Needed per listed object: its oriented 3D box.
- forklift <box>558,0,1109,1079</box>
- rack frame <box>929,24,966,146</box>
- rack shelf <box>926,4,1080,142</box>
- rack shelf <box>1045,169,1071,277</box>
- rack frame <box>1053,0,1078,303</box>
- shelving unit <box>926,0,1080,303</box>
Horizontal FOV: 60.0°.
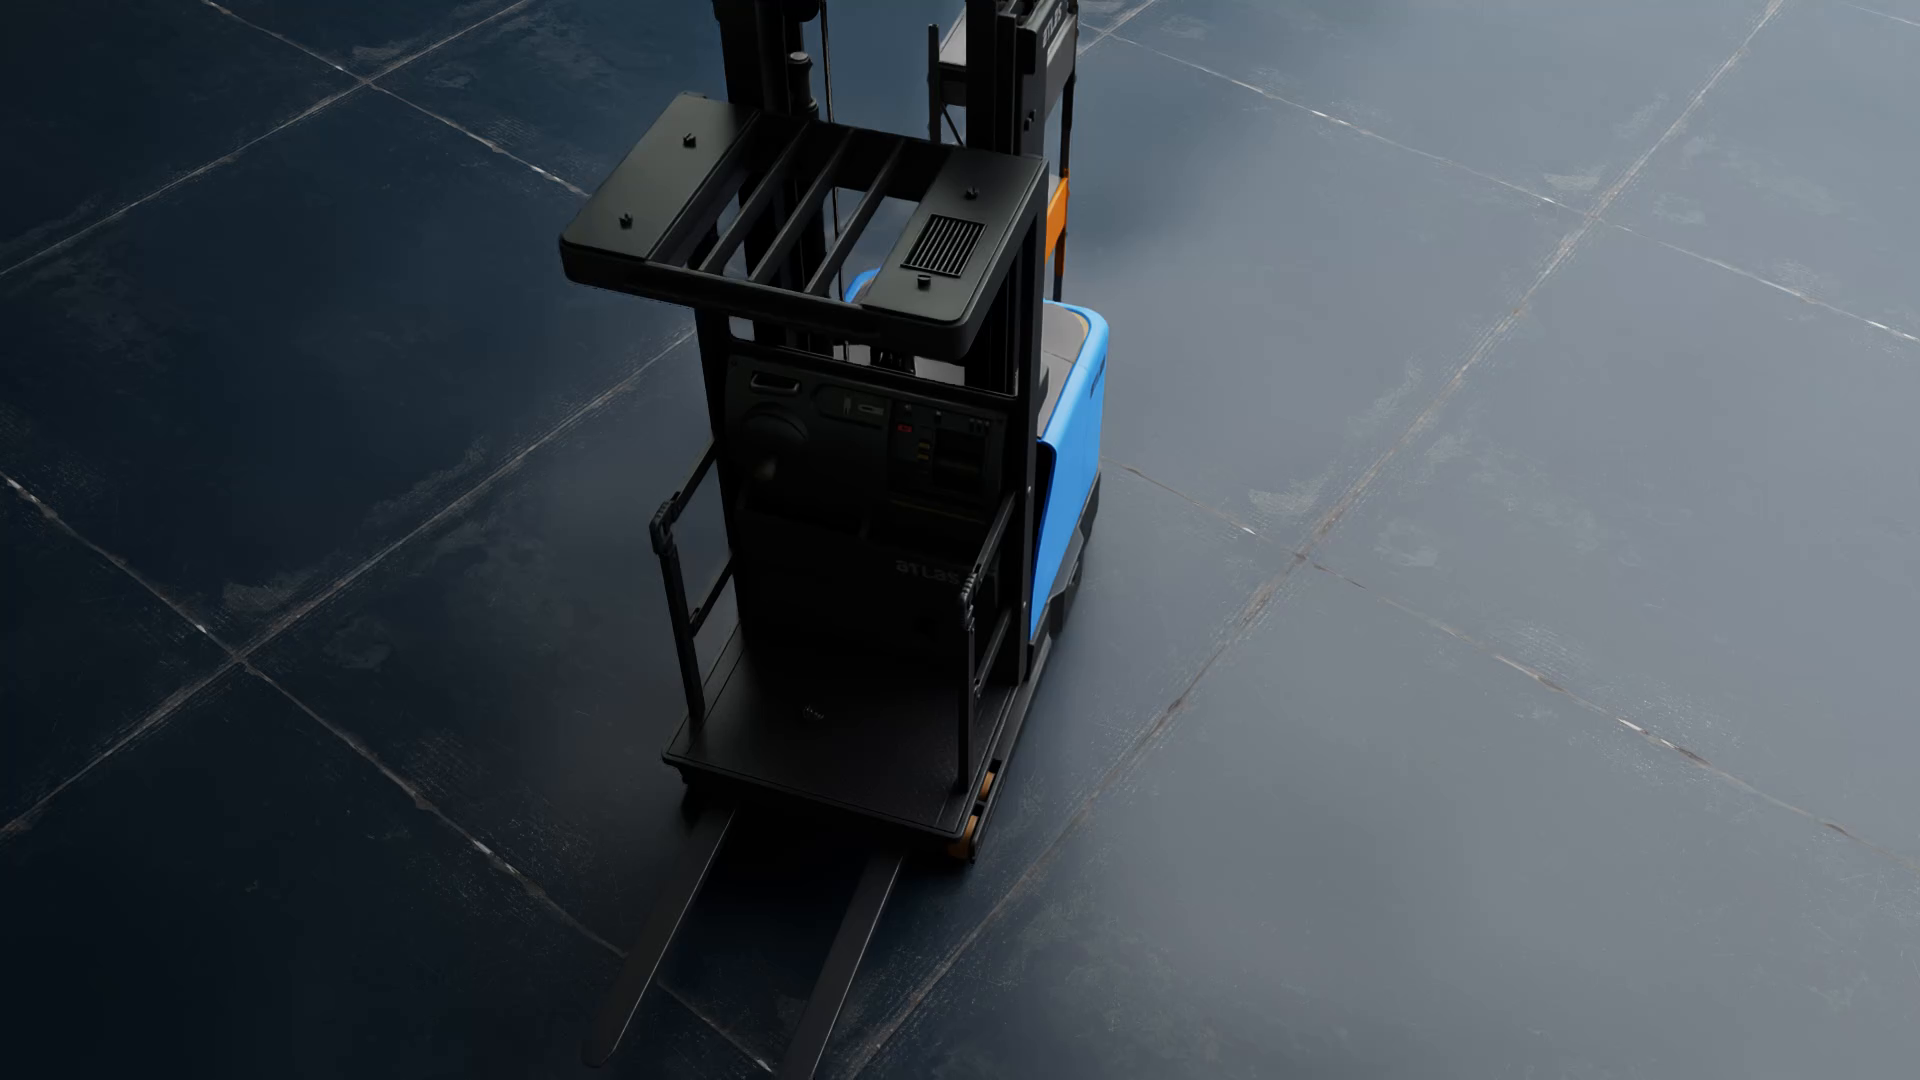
[{"bbox_3d":[-0.369,-0.227,5.105,1.130,2.935,3.031,13,48,12],"label":"forklift"},{"bbox_3d":[0.085,-0.997,6.415,0.400,2.100,0.015,13,48,12],"label":"rack frame"},{"bbox_3d":[0.160,-1.639,6.079,0.431,0.518,0.480,13,48,12],"label":"rack shelf"},{"bbox_3d":[0.160,-1.156,6.585,0.431,0.518,0.480,13,48,12],"label":"rack shelf"},{"bbox_3d":[0.235,-1.333,6.736,0.400,2.100,0.015,13,48,12],"label":"rack frame"},{"bbox_3d":[0.160,-1.165,6.576,0.431,2.100,0.503,13,48,12],"label":"shelving unit"}]
